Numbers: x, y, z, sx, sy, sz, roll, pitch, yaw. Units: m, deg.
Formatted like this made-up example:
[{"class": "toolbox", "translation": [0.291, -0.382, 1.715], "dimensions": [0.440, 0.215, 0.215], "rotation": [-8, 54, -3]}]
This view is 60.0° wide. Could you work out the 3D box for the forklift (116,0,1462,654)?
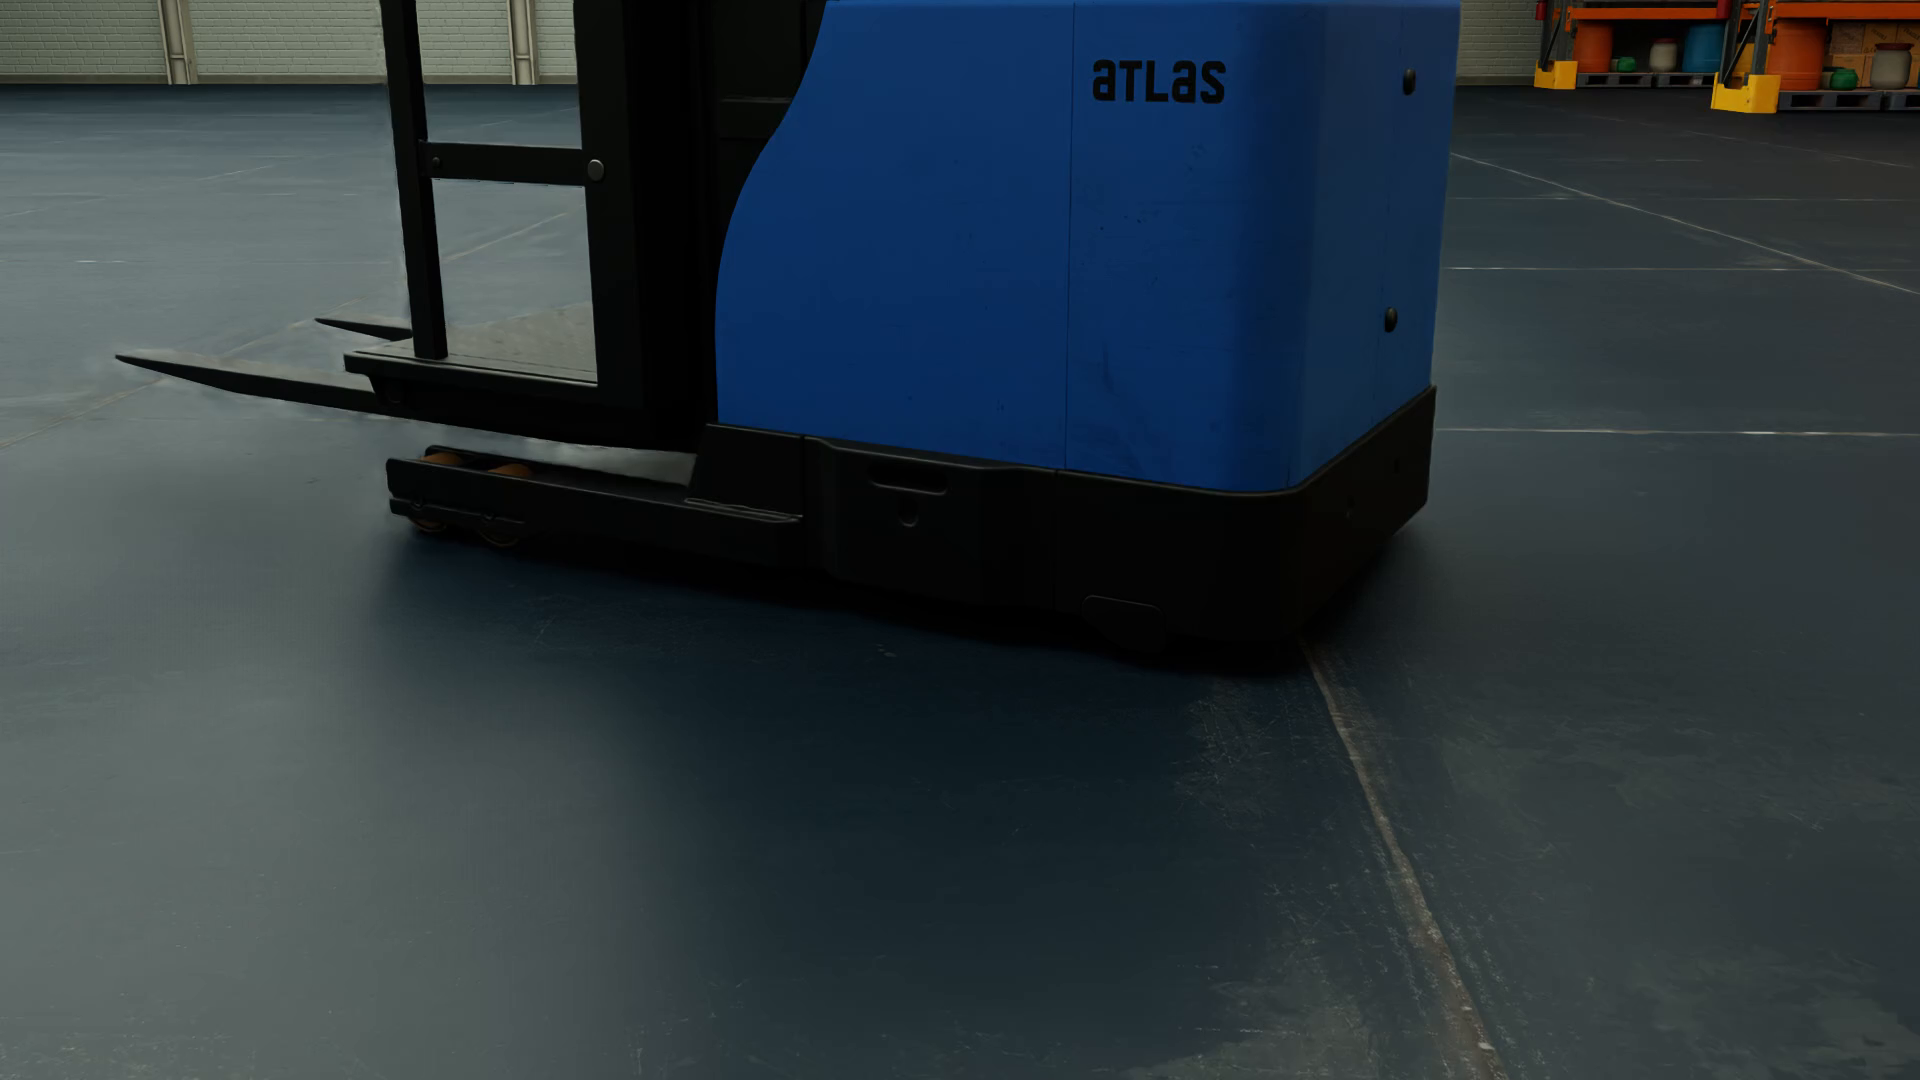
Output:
[{"class": "forklift", "translation": [-0.588, -1.511, 3.295], "dimensions": [3.031, 2.935, 1.130], "rotation": [9, 20, 27]}]
